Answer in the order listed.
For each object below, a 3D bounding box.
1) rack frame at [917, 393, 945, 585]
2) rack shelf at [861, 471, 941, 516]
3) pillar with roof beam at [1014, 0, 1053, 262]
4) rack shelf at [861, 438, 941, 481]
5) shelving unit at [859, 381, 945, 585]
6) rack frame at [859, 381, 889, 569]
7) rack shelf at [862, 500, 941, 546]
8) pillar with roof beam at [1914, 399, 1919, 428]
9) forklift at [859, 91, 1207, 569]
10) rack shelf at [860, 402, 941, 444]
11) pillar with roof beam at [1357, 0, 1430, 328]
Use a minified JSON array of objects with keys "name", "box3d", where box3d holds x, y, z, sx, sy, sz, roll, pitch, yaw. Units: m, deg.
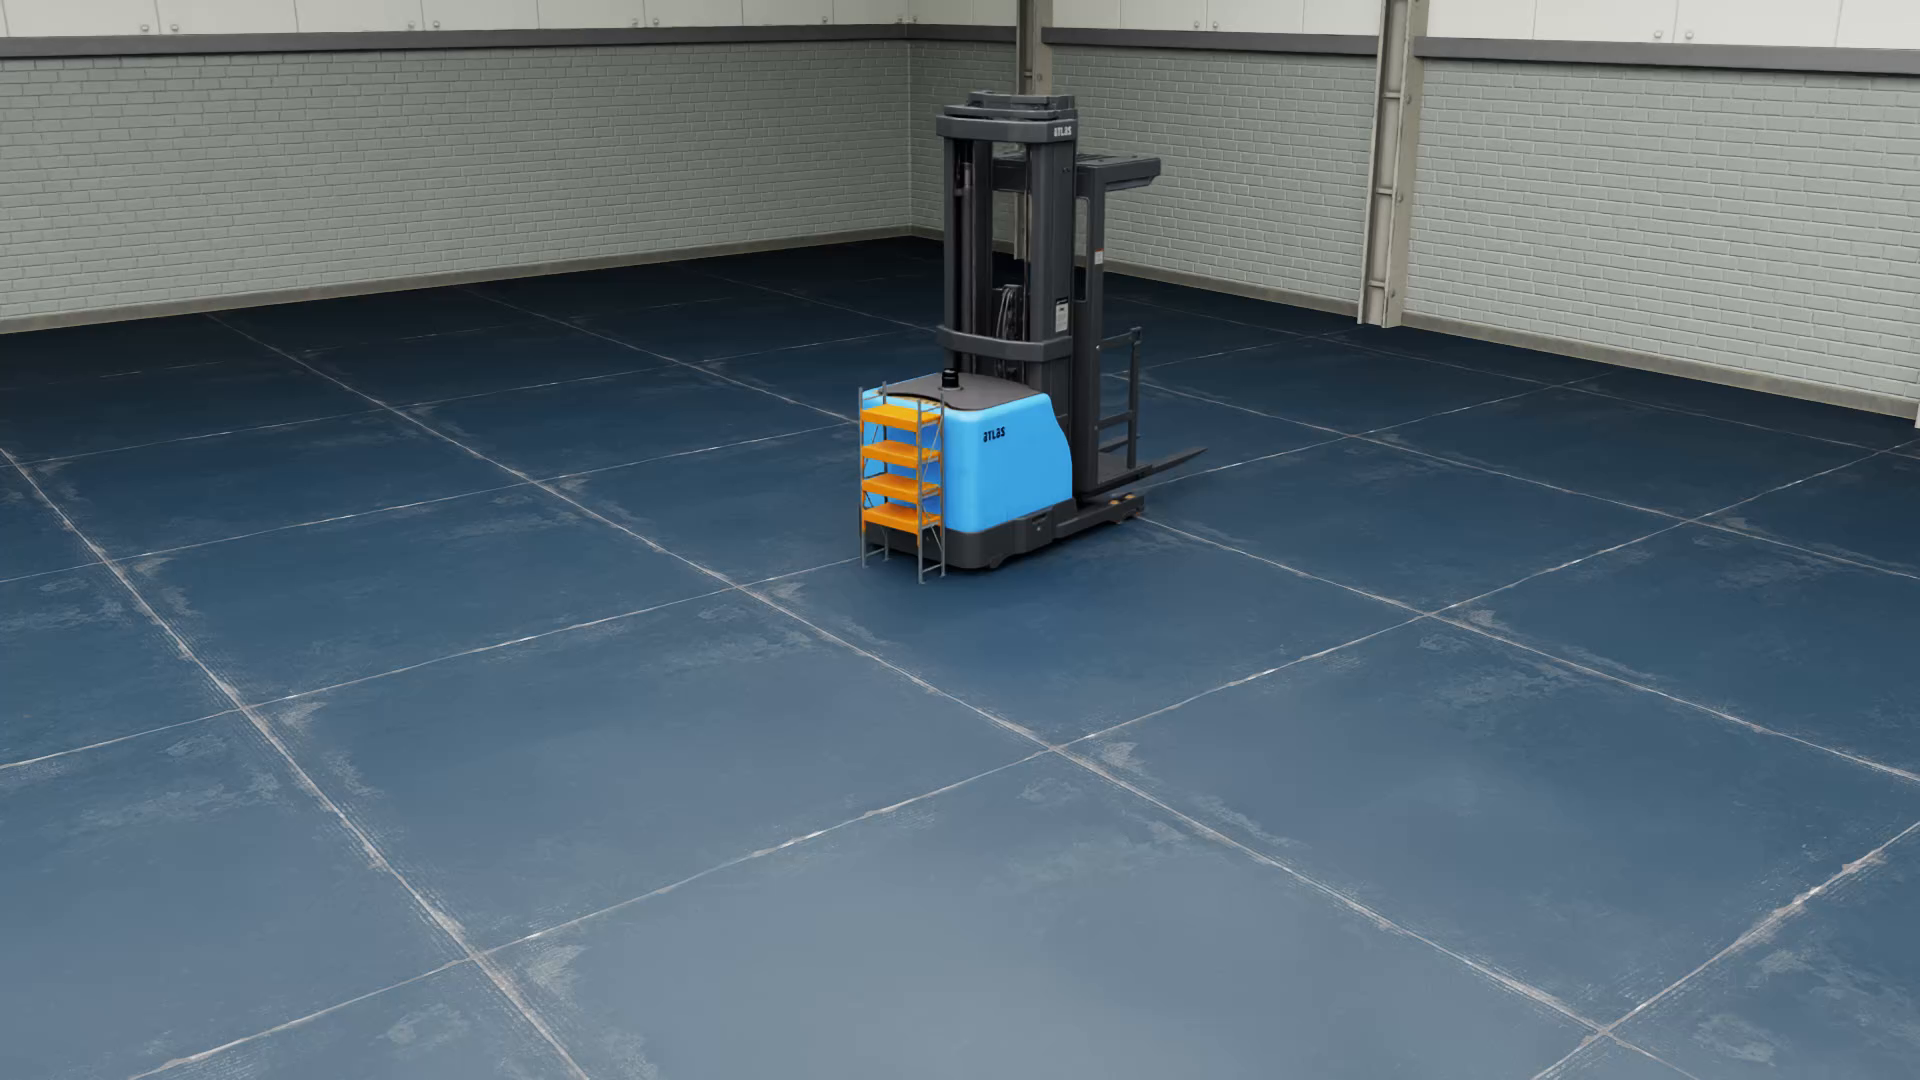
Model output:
[{"name":"rack frame","box3d":[-0.178,-0.313,10.399,0.015,1.200,0.240,15,23,38]},{"name":"rack shelf","box3d":[-0.365,-0.299,10.569,0.480,0.148,0.258,15,23,38]},{"name":"pillar with roof beam","box3d":[-2.381,-7.340,19.214,9.100,9.000,0.400,-14,23,-36]},{"name":"rack shelf","box3d":[-0.365,-0.511,10.499,0.480,0.148,0.258,15,23,38]},{"name":"shelving unit","box3d":[-0.365,-0.362,10.548,0.503,1.200,0.258,15,23,38]},{"name":"rack frame","box3d":[-0.551,-0.412,10.697,0.015,1.200,0.240,15,23,38]},{"name":"rack shelf","box3d":[-0.365,-0.110,10.632,0.480,0.148,0.258,15,23,38]},{"name":"pillar with roof beam","box3d":[5.070,-4.383,10.284,9.100,9.000,0.400,-14,23,-36]},{"name":"forklift","box3d":[0.663,-1.594,11.514,1.130,2.935,3.031,15,24,38]},{"name":"rack shelf","box3d":[-0.365,-0.735,10.425,0.480,0.148,0.258,15,23,38]},{"name":"pillar with roof beam","box3d":[1.344,-5.862,14.749,9.100,9.000,0.400,-14,23,-36]}]
